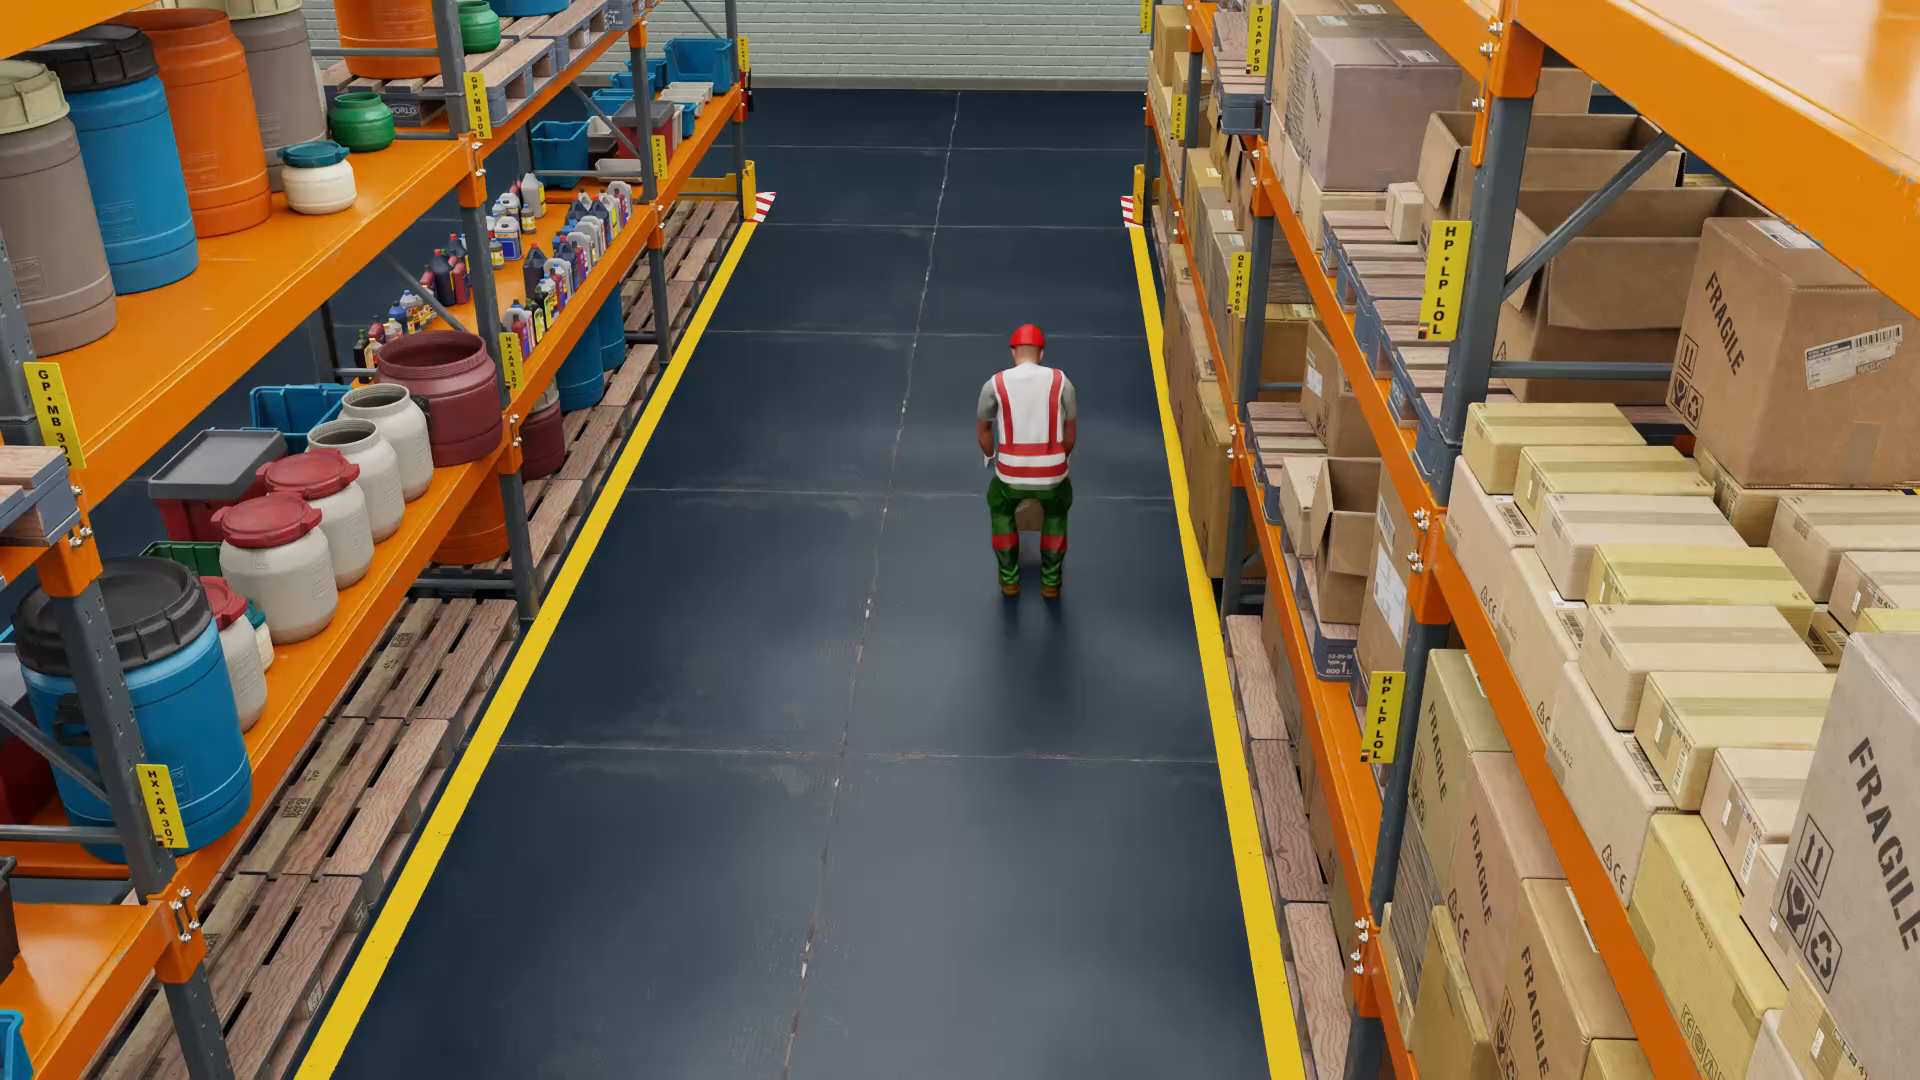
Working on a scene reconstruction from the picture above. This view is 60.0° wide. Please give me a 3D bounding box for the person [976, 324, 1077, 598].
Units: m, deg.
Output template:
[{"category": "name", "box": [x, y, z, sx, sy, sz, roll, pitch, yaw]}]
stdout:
[{"category": "person", "box": [0.381, -0.437, 9.652, 0.575, 1.580, 0.647, 1, 28, 2]}]
